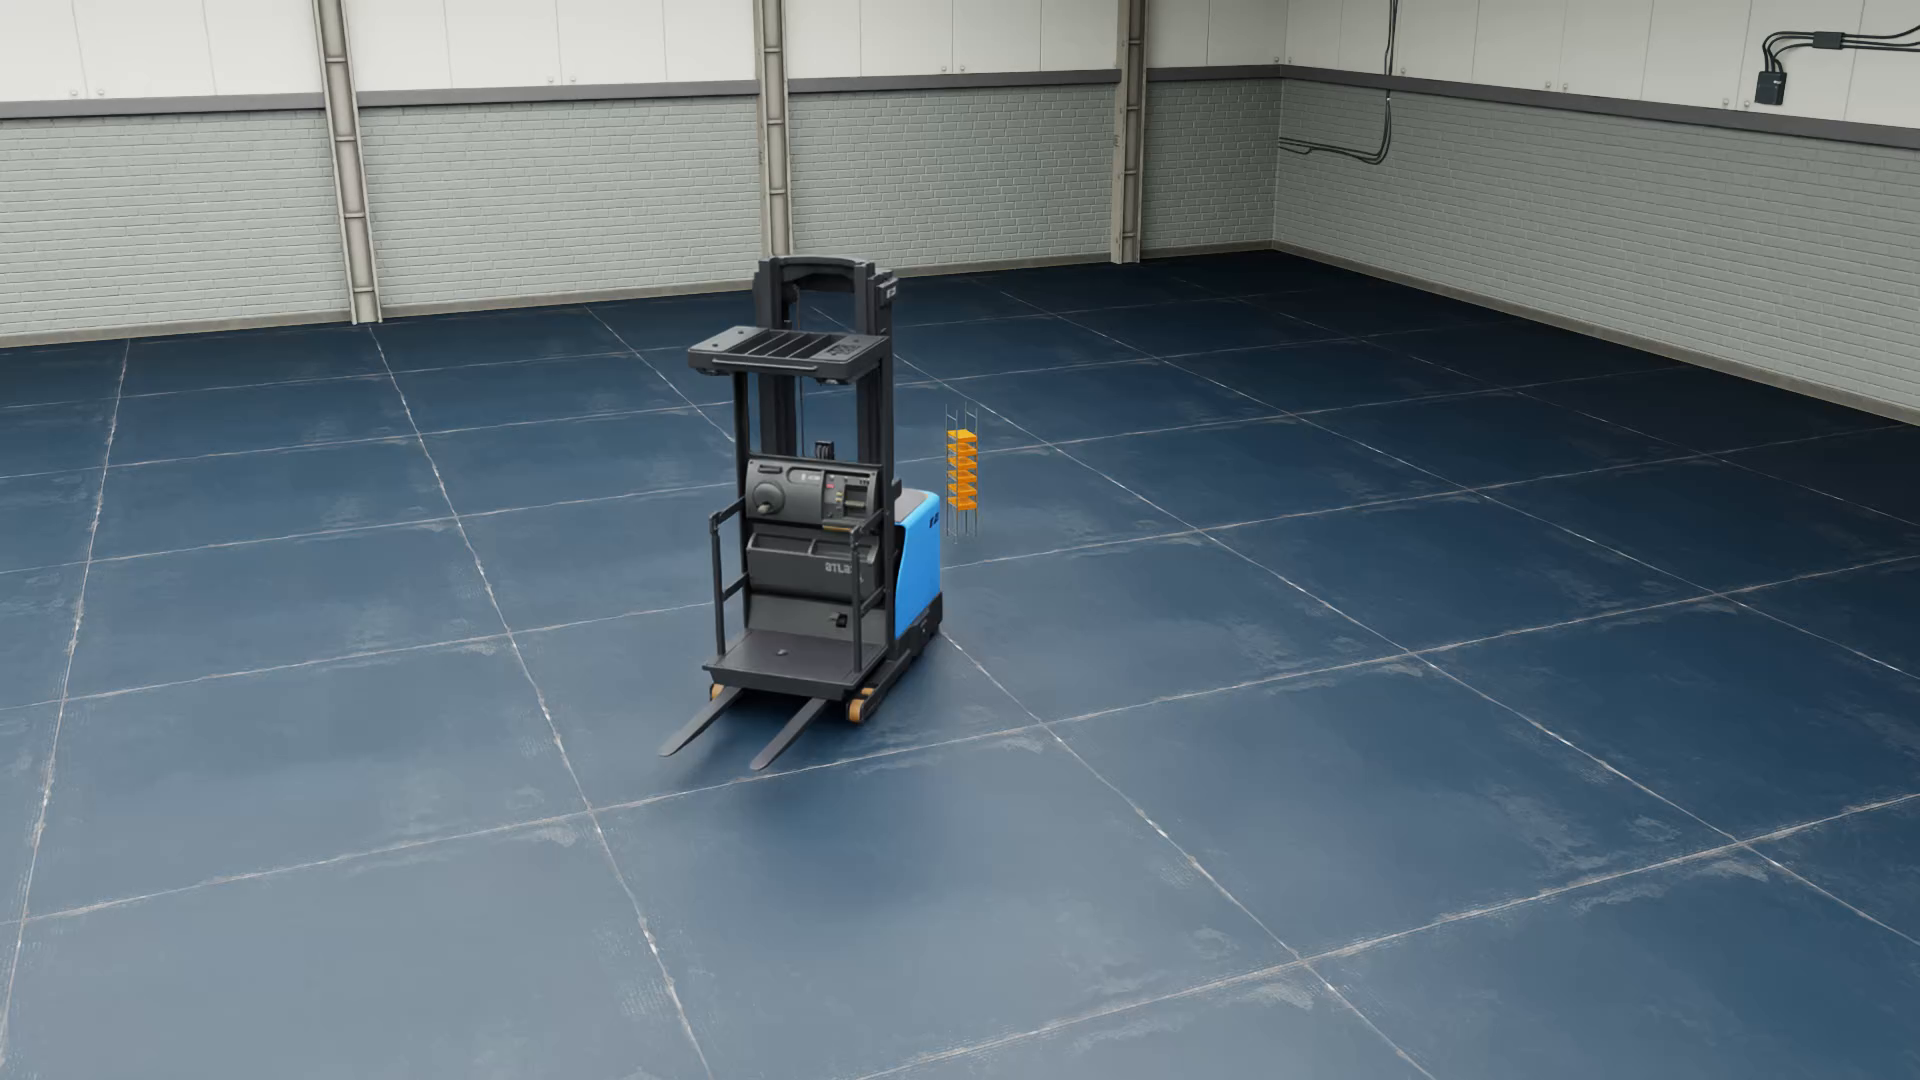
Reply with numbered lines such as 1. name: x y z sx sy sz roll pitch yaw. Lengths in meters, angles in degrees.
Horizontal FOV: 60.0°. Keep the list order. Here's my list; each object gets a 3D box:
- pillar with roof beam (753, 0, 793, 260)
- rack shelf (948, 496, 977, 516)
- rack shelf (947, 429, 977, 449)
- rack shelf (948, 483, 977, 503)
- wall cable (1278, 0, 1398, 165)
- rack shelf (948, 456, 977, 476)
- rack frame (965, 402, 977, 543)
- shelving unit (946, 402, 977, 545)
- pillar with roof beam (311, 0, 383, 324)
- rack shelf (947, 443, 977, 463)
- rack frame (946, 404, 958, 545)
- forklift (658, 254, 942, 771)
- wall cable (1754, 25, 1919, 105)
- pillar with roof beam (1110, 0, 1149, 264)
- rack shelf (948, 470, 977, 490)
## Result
1. pillar with roof beam: -1.060 -6.774 20.212 0.400 9.000 9.100 -8 21 -22
2. rack shelf: 0.013 -0.300 14.423 0.180 0.103 0.258 -8 21 -22
3. rack shelf: 0.013 -0.866 14.223 0.180 0.103 0.258 -8 21 -22
4. rack shelf: 0.013 -0.413 14.383 0.180 0.103 0.258 -8 21 -22
5. wall cable: 5.973 -7.396 26.653 0.112 2.526 3.097 -8 21 -22
6. rack shelf: 0.013 -0.639 14.303 0.180 0.103 0.258 -8 21 -22
7. rack frame: 0.097 -0.580 14.362 0.006 1.200 0.240 -8 21 -22
8. shelving unit: 0.013 -0.568 14.328 0.189 1.200 0.258 -8 21 -22
9. pillar with roof beam: -6.569 -5.985 17.970 0.400 9.000 9.100 -8 21 -22
10. rack shelf: 0.013 -0.752 14.263 0.180 0.103 0.258 -8 21 -22
11. rack frame: -0.071 -0.556 14.294 0.006 1.200 0.240 -8 21 -22
12. forklift: -1.064 -0.308 10.984 1.130 2.935 3.031 6 20 17
13. wall cable: 9.719 -7.568 17.344 0.169 6.003 2.305 -8 21 -22
14. pillar with roof beam: 4.449 -7.563 22.453 0.400 9.000 9.100 -8 21 -22
15. rack shelf: 0.013 -0.526 14.343 0.180 0.103 0.258 -8 21 -22
